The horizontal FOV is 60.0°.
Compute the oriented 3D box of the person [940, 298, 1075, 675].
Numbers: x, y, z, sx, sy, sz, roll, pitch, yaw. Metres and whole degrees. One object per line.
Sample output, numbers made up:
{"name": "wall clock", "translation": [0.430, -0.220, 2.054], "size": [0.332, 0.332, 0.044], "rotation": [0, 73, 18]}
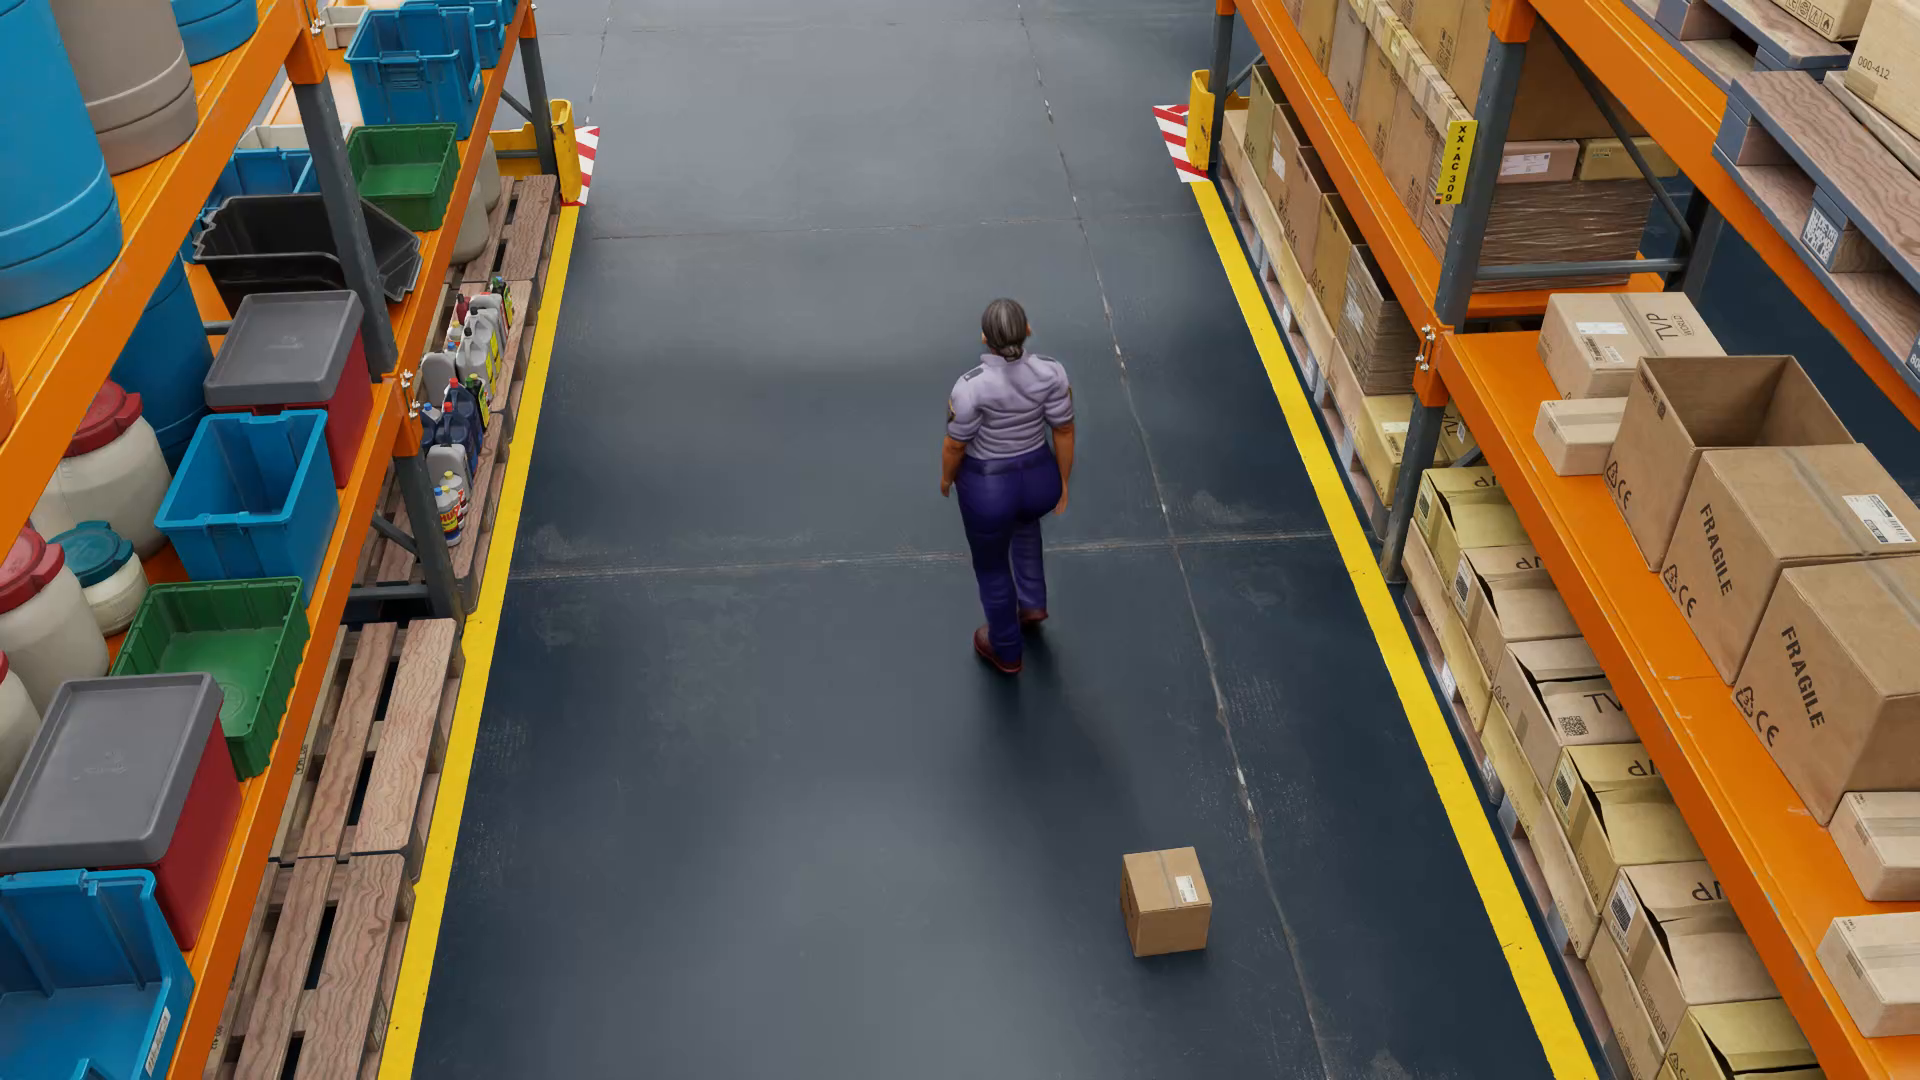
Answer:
{"name": "person", "translation": [0.164, -0.205, 6.422], "size": [0.487, 1.696, 0.478], "rotation": [-16, 42, -19]}
